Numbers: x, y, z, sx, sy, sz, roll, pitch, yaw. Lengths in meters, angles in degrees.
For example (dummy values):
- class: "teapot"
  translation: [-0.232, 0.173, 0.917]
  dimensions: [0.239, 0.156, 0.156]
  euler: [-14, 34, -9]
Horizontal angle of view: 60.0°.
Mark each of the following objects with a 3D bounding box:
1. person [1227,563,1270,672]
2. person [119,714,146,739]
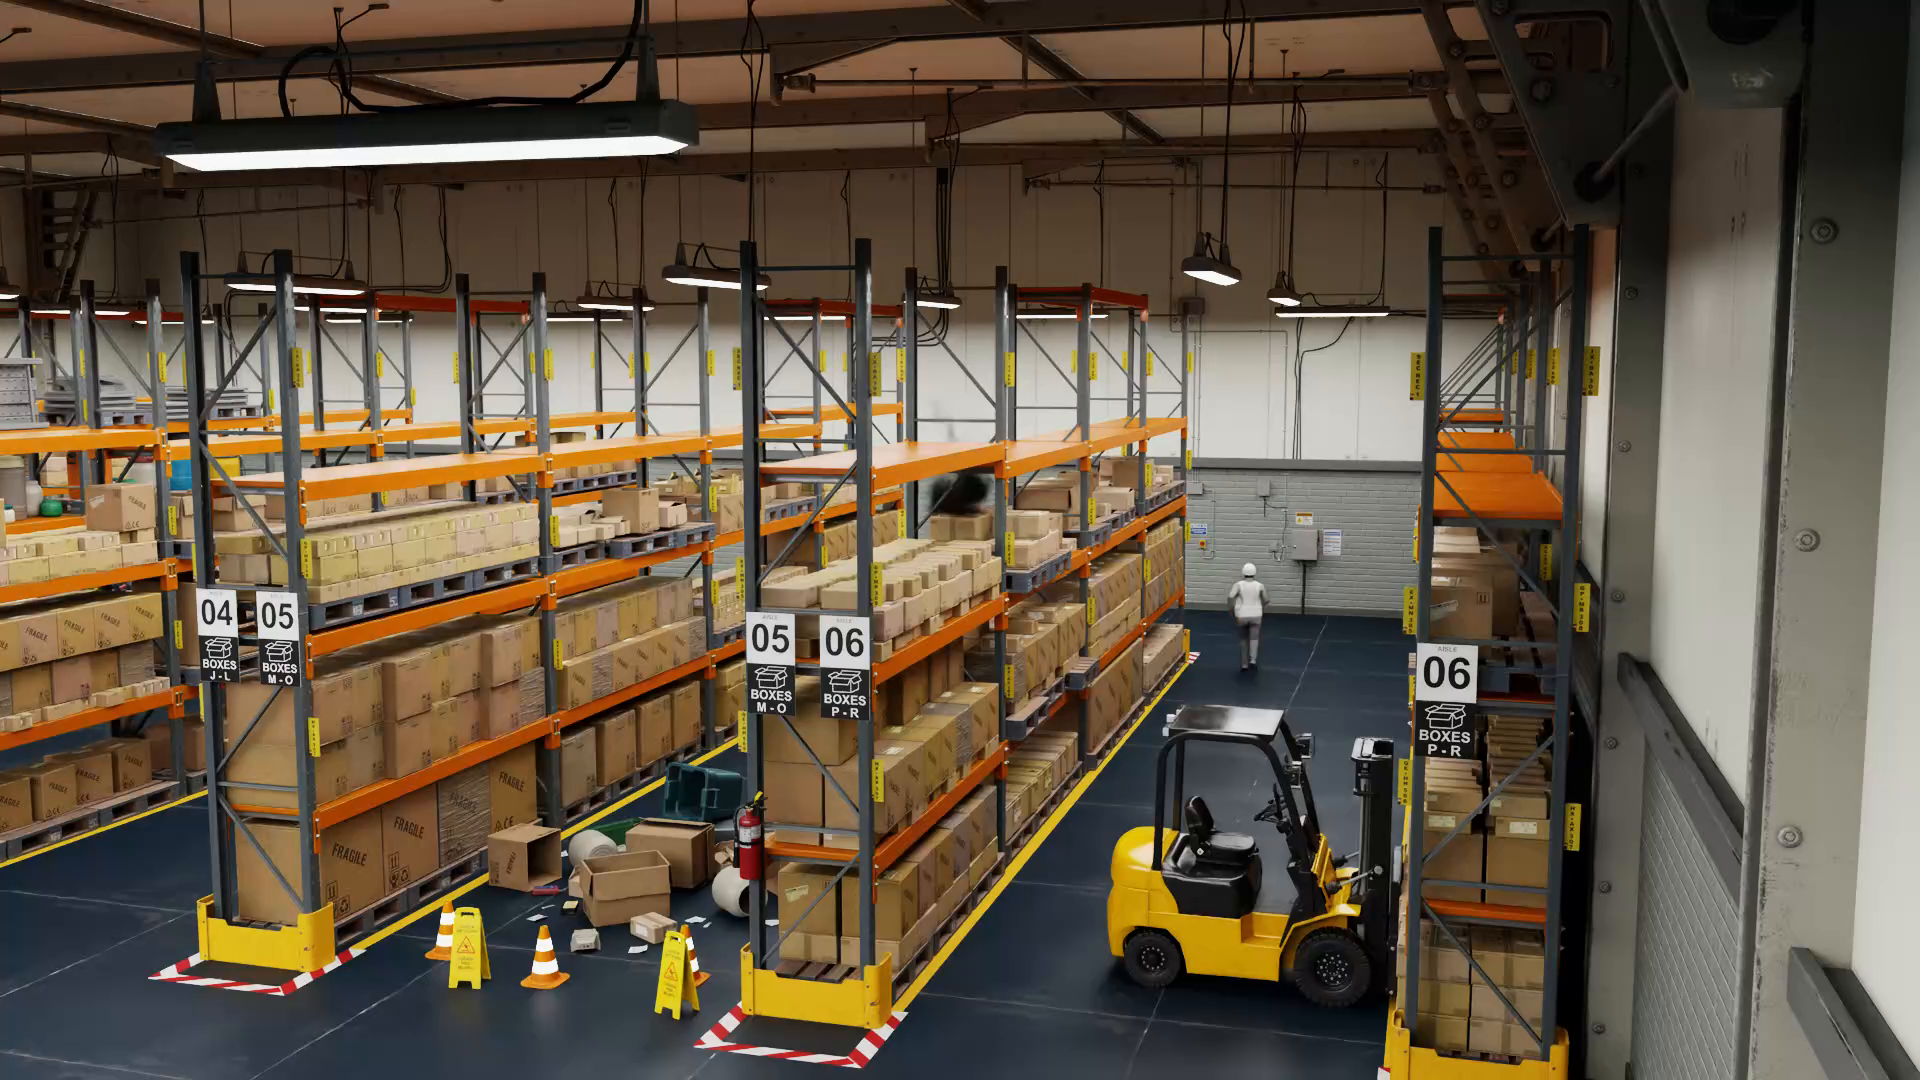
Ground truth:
- class: "person"
  translation: [4.668, 1.273, 26.954]
  dimensions: [0.679, 1.795, 0.846]
  euler: [1, 6, 9]
- class: "person"
  translation: [-10.587, 1.979, 21.012]
  dimensions: [0.651, 1.673, 0.583]
  euler: [1, 7, 12]
